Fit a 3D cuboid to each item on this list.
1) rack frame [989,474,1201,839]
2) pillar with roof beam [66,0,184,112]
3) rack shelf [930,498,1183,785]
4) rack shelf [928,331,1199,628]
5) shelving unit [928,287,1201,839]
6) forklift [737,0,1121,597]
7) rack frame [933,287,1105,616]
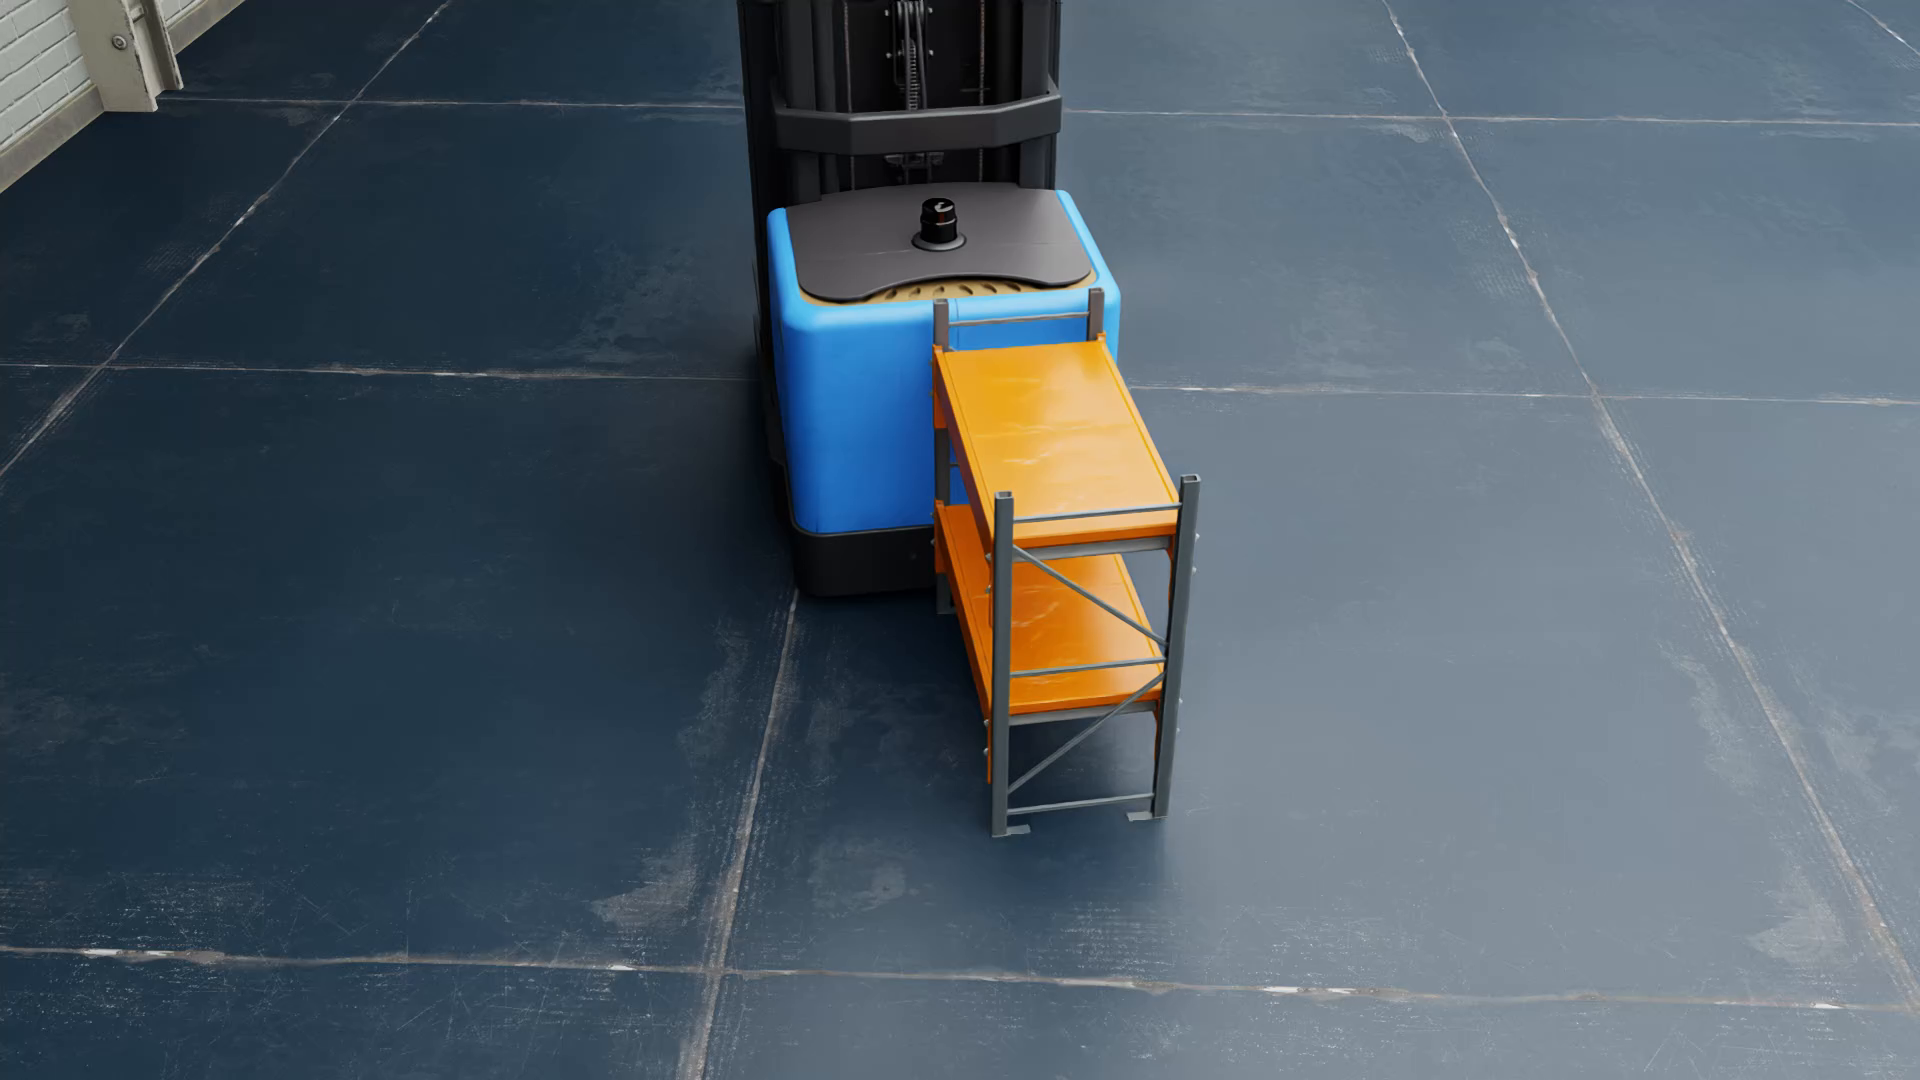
[{"bbox_3d":[0.331,0.331,4.300,0.500,1.125,0.032,-5,35,-7],"label":"rack frame"},{"bbox_3d":[-0.246,-6.037,6.514,9.100,9.000,0.400,1,35,2],"label":"pillar with roof beam"},{"bbox_3d":[0.251,0.243,4.852,0.538,0.278,1.000,-5,35,-7],"label":"rack shelf"},{"bbox_3d":[0.251,-0.197,4.543,0.538,0.278,1.000,-5,35,-7],"label":"rack shelf"},{"bbox_3d":[0.251,0.043,4.711,0.538,1.125,1.048,-5,35,-7],"label":"shelving unit"},{"bbox_3d":[-0.241,-1.854,5.840,1.130,2.935,3.031,-5,35,-7],"label":"forklift"},{"bbox_3d":[0.171,-0.246,5.122,0.500,1.125,0.032,-5,35,-7],"label":"rack frame"}]
